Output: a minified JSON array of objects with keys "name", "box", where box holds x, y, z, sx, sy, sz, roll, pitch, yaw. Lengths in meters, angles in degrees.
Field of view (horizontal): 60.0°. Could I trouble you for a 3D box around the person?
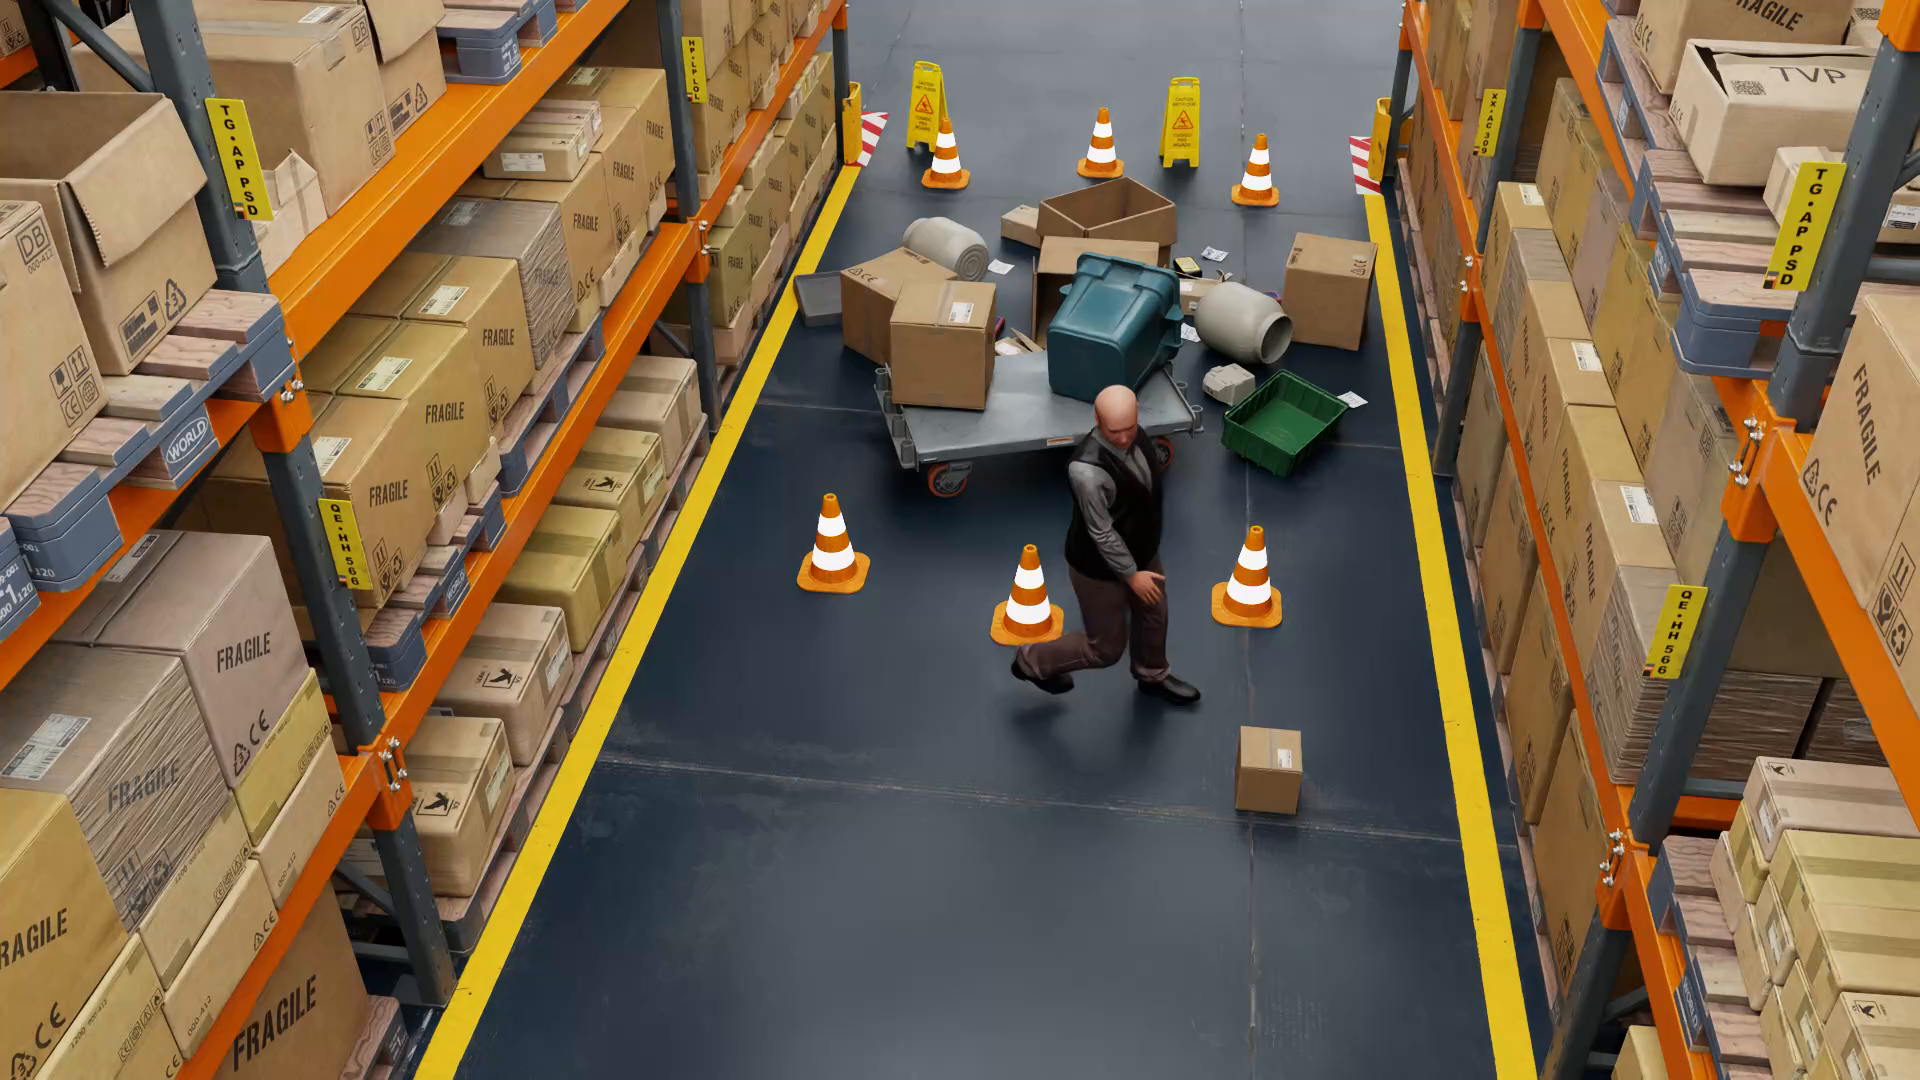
[{"name":"person","box":[0.639,0.055,6.996,0.748,1.692,0.575,20,41,26]}]
